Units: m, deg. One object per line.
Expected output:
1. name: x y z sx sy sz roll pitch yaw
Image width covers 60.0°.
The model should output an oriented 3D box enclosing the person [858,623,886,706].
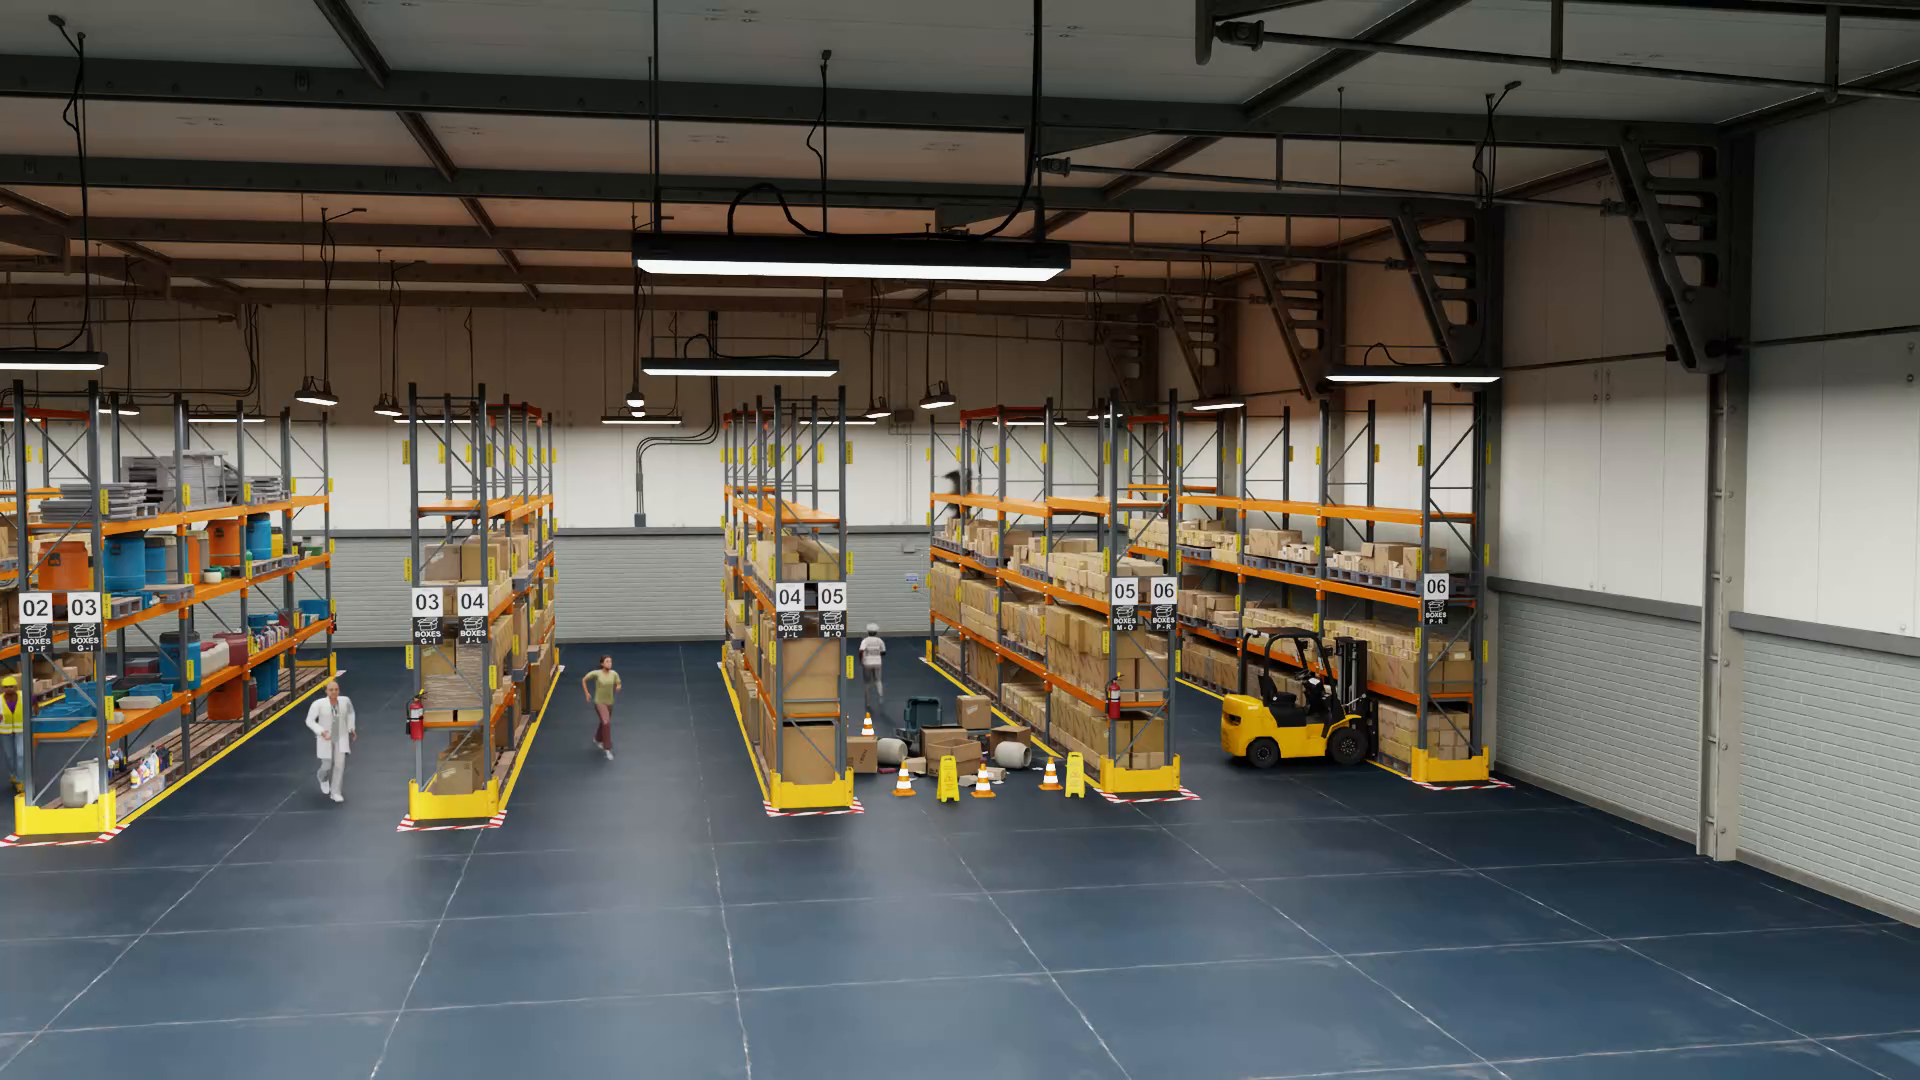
1. person: -1.747 2.485 32.984 0.591 1.666 0.866 -1 3 -14

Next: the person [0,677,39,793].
1. person: -14.136 2.880 24.863 0.715 1.733 0.982 -1 3 -23

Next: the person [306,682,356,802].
1. person: -9.187 2.892 24.258 0.712 1.701 0.872 -2 3 -32

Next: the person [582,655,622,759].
1. person: -5.977 2.760 27.762 0.613 1.713 0.863 -2 4 -38
